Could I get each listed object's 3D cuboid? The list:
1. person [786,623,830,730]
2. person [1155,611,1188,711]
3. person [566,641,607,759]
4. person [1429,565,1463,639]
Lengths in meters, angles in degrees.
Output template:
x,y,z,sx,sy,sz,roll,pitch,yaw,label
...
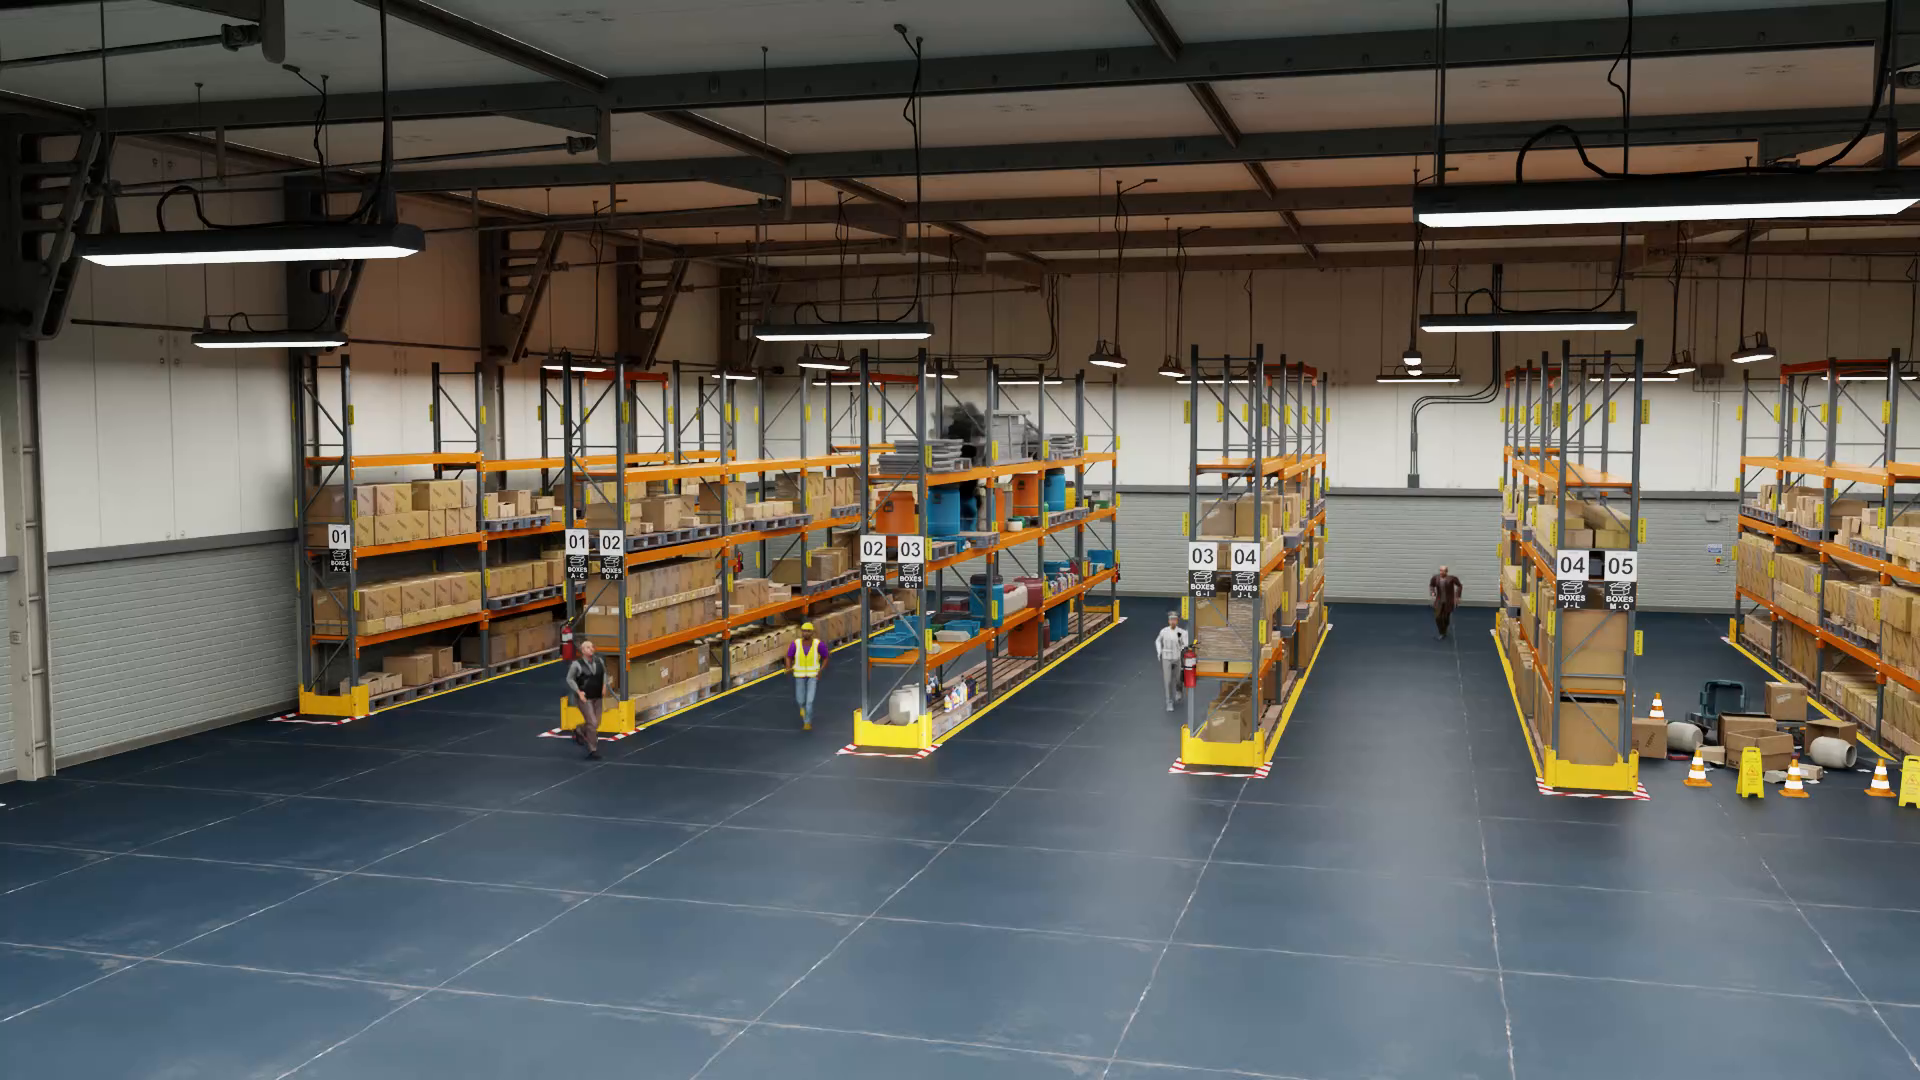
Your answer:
x,y,z,sx,sy,sz,roll,pitch,yaw,label
-2.432,2.153,26.595,0.697,1.697,0.644,0,4,-2,person
3.629,2.040,28.359,0.626,1.665,0.823,1,4,11,person
-5.471,2.321,24.406,0.660,1.704,0.754,-4,6,-43,person
10.903,1.386,37.308,0.731,1.704,0.921,2,5,30,person
